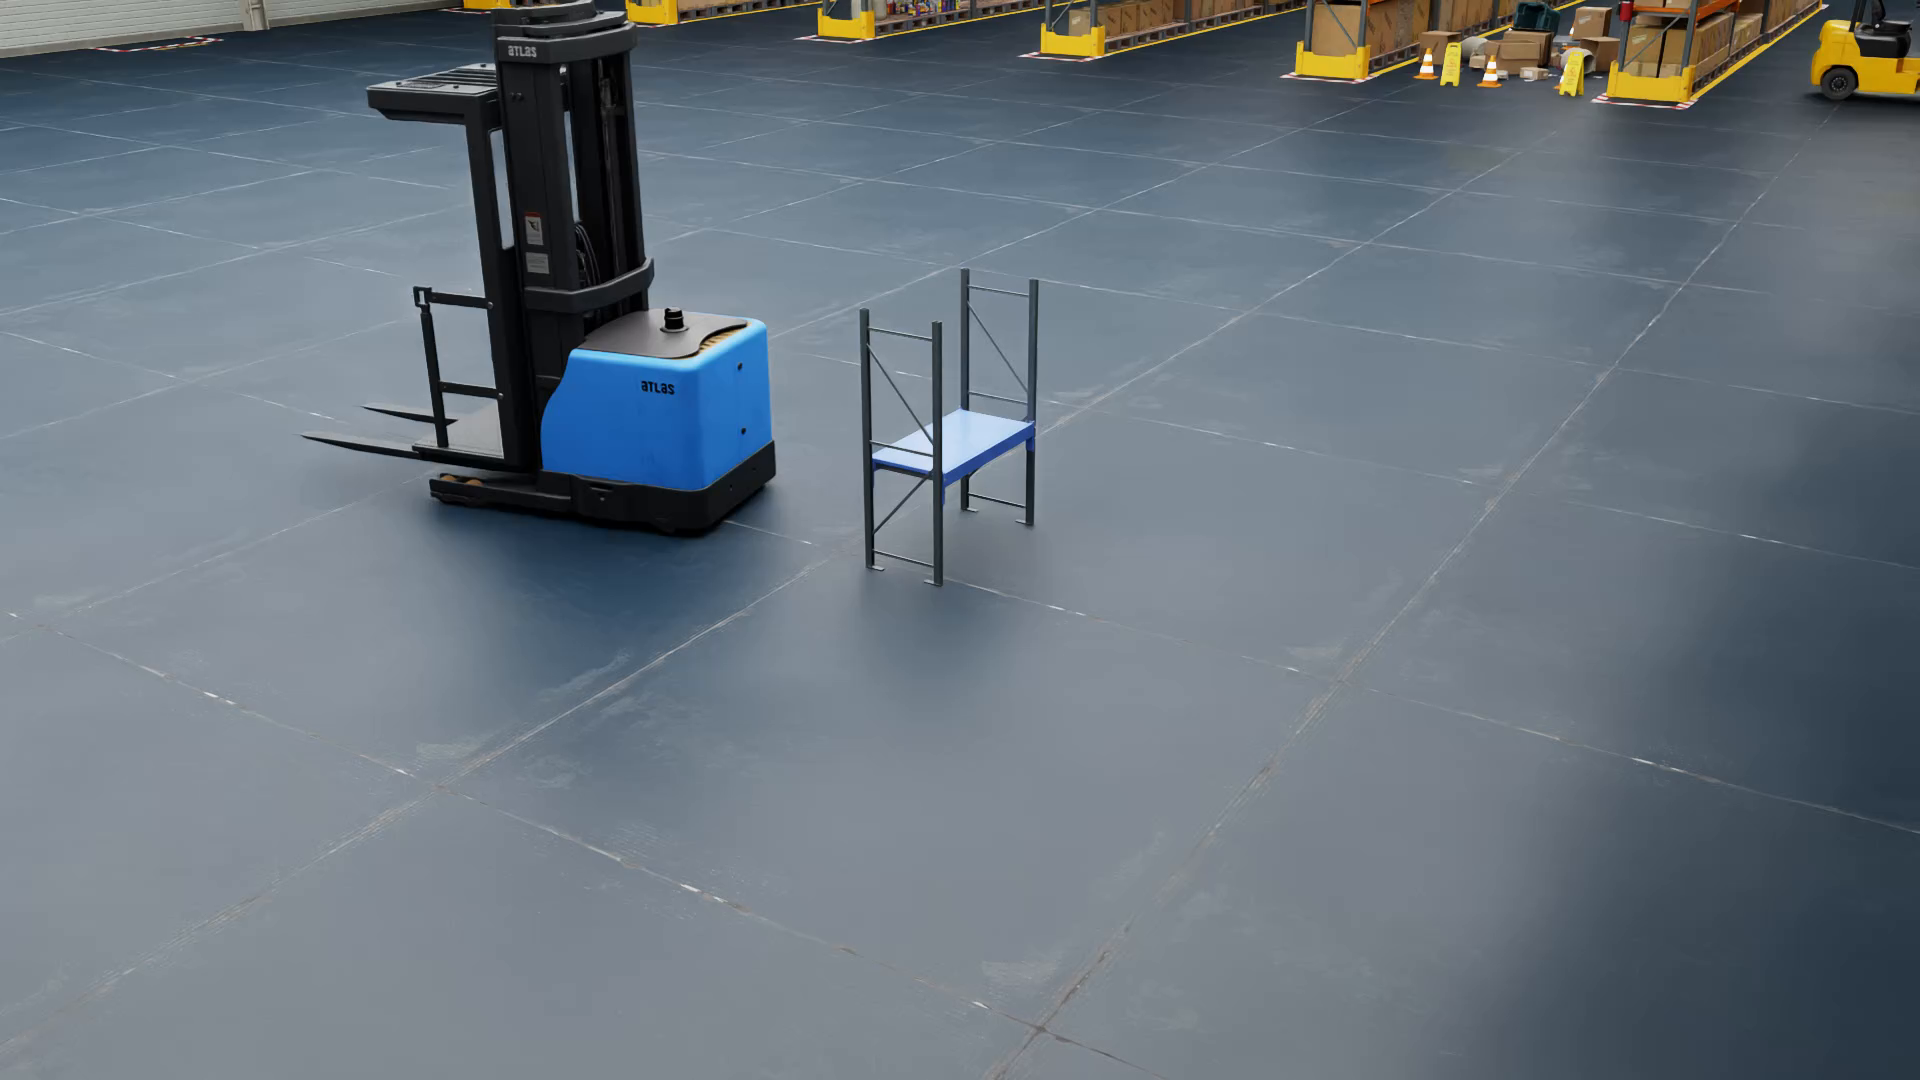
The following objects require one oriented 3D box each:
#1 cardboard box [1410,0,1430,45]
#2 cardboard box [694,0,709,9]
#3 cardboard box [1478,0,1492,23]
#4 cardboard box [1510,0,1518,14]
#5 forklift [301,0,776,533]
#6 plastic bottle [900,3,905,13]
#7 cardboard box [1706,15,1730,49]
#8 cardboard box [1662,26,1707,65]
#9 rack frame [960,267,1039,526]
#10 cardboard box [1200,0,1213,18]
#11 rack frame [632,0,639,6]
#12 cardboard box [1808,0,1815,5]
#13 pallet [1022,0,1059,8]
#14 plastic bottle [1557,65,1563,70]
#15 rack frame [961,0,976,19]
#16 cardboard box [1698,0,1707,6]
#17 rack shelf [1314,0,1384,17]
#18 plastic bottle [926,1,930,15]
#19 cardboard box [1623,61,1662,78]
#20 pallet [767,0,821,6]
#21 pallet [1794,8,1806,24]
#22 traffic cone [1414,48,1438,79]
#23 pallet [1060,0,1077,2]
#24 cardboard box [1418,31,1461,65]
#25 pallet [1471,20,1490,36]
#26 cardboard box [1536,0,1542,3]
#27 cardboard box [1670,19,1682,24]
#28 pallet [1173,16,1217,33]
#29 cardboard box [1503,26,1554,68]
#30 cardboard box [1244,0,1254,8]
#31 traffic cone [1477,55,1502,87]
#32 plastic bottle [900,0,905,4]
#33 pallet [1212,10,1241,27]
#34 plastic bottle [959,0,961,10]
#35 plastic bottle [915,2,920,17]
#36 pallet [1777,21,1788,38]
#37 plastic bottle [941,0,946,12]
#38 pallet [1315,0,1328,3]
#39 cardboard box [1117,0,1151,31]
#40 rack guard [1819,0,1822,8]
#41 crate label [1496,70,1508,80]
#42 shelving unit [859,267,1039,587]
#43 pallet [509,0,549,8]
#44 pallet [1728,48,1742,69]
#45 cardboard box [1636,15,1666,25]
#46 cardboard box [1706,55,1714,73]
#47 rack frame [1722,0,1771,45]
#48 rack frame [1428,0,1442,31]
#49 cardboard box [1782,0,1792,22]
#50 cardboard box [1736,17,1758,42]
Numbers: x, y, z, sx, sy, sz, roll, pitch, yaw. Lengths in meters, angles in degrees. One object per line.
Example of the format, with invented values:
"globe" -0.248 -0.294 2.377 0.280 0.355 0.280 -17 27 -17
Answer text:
"cardboard box" 7.869 -9.440 29.927 0.875 0.875 0.875 14 27 30
"cardboard box" -5.692 -11.456 35.369 0.500 0.250 0.500 14 27 29
"cardboard box" 9.973 -10.744 33.096 1.050 0.750 0.750 13 27 28
"cardboard box" 11.222 -11.172 34.398 0.500 0.500 0.500 14 27 30
"forklift" -2.736 -1.734 10.065 3.031 2.935 1.130 8 25 19
"plastic bottle" -1.182 -10.983 34.314 0.097 0.201 0.097 0 23 0
"cardboard box" 12.168 -8.264 27.053 0.500 0.500 0.500 14 27 30
"cardboard box" 11.082 -7.564 25.436 0.500 0.500 0.500 13 27 27
"rack frame" 0.223 -0.831 9.782 0.500 1.500 0.032 14 27 29
"cardboard box" 4.710 -10.908 33.765 0.700 0.500 0.500 14 27 29
"rack frame" -6.424 -12.221 34.204 1.000 3.000 0.127 14 27 29
"cardboard box" 18.110 -11.930 36.228 0.875 0.438 0.875 15 27 30
"pallet" 1.560 -12.349 38.009 1.003 0.211 1.213 14 27 29
"plastic bottle" 10.245 -8.026 28.213 0.133 0.061 0.283 20 30 38
"rack frame" -0.108 -12.532 34.922 1.000 3.000 0.127 14 27 29
"cardboard box" 11.094 -8.184 25.195 0.380 0.149 0.250 13 27 27
"rack shelf" 7.205 -9.415 28.628 1.077 0.370 4.000 14 27 29
"plastic bottle" -0.656 -10.896 34.024 0.097 0.271 0.097 0 23 0
"cardboard box" 10.620 -7.335 25.851 0.500 0.250 0.500 14 27 29
"pallet" -3.959 -12.548 38.470 1.003 0.211 1.213 14 27 29
"pallet" 17.207 -11.078 35.073 1.003 0.211 1.213 14 27 29
"traffic cone" 7.637 -7.788 27.157 0.336 0.463 0.334 14 27 29
"pallet" 2.383 -12.877 39.230 1.003 0.211 1.213 14 27 29
"cardboard box" 8.313 -8.535 28.834 0.500 0.500 0.500 20 30 38
"pallet" 9.890 -10.240 33.139 1.003 0.211 1.213 14 27 29
"cardboard box" 12.304 -11.863 35.996 0.500 0.500 0.500 13 27 28
"cardboard box" 11.155 -8.013 26.472 0.500 0.500 0.500 13 27 28
"pallet" 4.509 -10.477 33.686 1.003 0.211 1.213 14 27 29
"cardboard box" 9.671 -8.424 28.406 0.797 0.637 0.503 14 27 29
"cardboard box" 5.873 -11.668 35.520 0.700 0.500 0.500 12 26 26
"traffic cone" 8.418 -7.436 26.345 0.336 0.463 0.334 14 27 29
"plastic bottle" -1.210 -11.125 34.454 0.144 0.351 0.185 14 27 29
"pallet" 5.152 -10.891 34.641 1.003 0.211 1.213 14 27 29
"plastic bottle" -0.035 -11.262 34.957 0.097 0.201 0.097 0 23 0
"plastic bottle" -0.862 -10.756 33.686 0.061 0.283 0.133 14 27 30
"pallet" 15.753 -10.148 32.925 1.003 0.211 1.213 14 27 29
"plastic bottle" -0.355 -11.081 34.436 0.061 0.283 0.133 16 28 32
"pallet" 7.977 -12.638 38.678 1.003 0.211 1.213 14 27 29
"cardboard box" 3.298 -9.992 31.673 0.500 0.500 0.500 11 26 24
"rack guard" 18.862 -12.328 37.598 1.175 0.500 0.348 14 27 29
"crate label" 8.780 -7.565 27.052 0.250 0.136 0.298 1 23 2
"shelving unit" -0.045 -0.659 9.386 0.538 1.500 1.048 14 27 29
"pallet" -10.136 -12.271 37.829 1.003 0.211 1.213 14 27 29
"pallet" 12.928 -8.400 28.889 1.003 0.211 1.213 14 27 29
"cardboard box" 10.747 -8.103 25.863 0.380 0.149 0.250 15 27 30
"cardboard box" 11.622 -7.570 26.392 0.500 0.250 0.500 16 28 32
"rack frame" 14.629 -10.767 30.846 1.000 3.000 0.127 14 27 29
"rack frame" 8.260 -10.420 30.045 1.000 3.000 0.127 14 27 29
"cardboard box" 16.010 -10.802 33.073 0.875 0.875 0.875 15 27 30
"cardboard box" 13.940 -9.315 30.270 0.950 0.372 0.625 13 27 28
